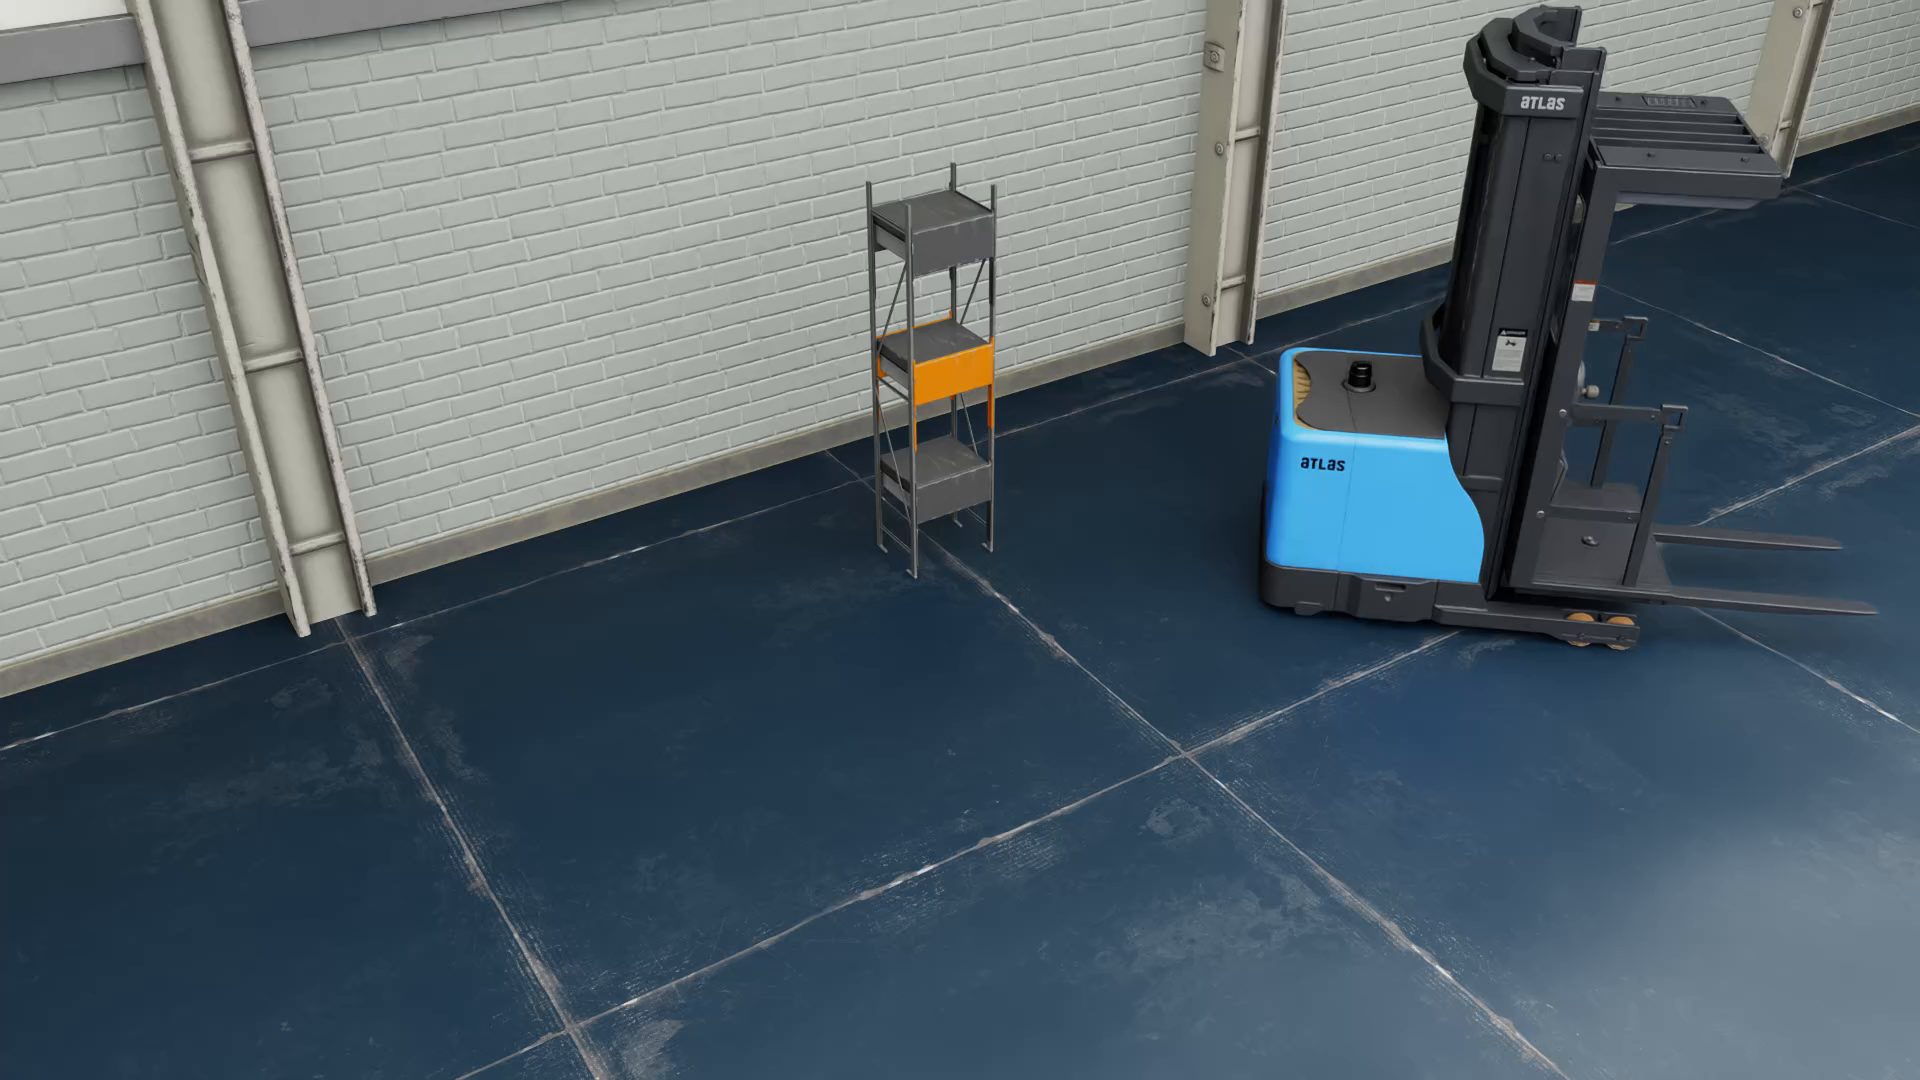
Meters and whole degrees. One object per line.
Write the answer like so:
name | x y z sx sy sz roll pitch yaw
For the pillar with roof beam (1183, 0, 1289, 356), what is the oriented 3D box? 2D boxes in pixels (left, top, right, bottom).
pillar with roof beam | 4.098 -3.240 5.951 0.400 9.000 9.100 -19 37 -27

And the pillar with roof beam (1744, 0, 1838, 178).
pillar with roof beam | 9.141 -4.974 8.701 0.400 9.000 9.100 -19 37 -27

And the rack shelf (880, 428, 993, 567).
rack shelf | -0.139 -0.237 8.995 0.480 0.518 0.431 -19 37 -27

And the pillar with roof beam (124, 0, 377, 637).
pillar with roof beam | -0.945 -1.505 3.202 0.400 9.000 9.100 -19 37 -27

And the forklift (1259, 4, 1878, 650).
forklift | 3.121 -0.993 8.077 3.031 2.935 1.130 5 33 8

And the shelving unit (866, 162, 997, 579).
shelving unit | -0.139 -0.840 8.614 0.503 2.100 0.431 -19 37 -27

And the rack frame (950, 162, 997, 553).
rack frame | 0.066 -0.911 8.726 0.015 2.100 0.400 -19 37 -27

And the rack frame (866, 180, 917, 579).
rack frame | -0.344 -0.770 8.502 0.015 2.100 0.400 -19 37 -27

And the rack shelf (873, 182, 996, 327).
rack shelf | -0.139 -1.421 8.248 0.480 0.518 0.431 -19 37 -27

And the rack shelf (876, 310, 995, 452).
rack shelf | -0.139 -0.829 8.621 0.480 0.518 0.431 -19 37 -27
